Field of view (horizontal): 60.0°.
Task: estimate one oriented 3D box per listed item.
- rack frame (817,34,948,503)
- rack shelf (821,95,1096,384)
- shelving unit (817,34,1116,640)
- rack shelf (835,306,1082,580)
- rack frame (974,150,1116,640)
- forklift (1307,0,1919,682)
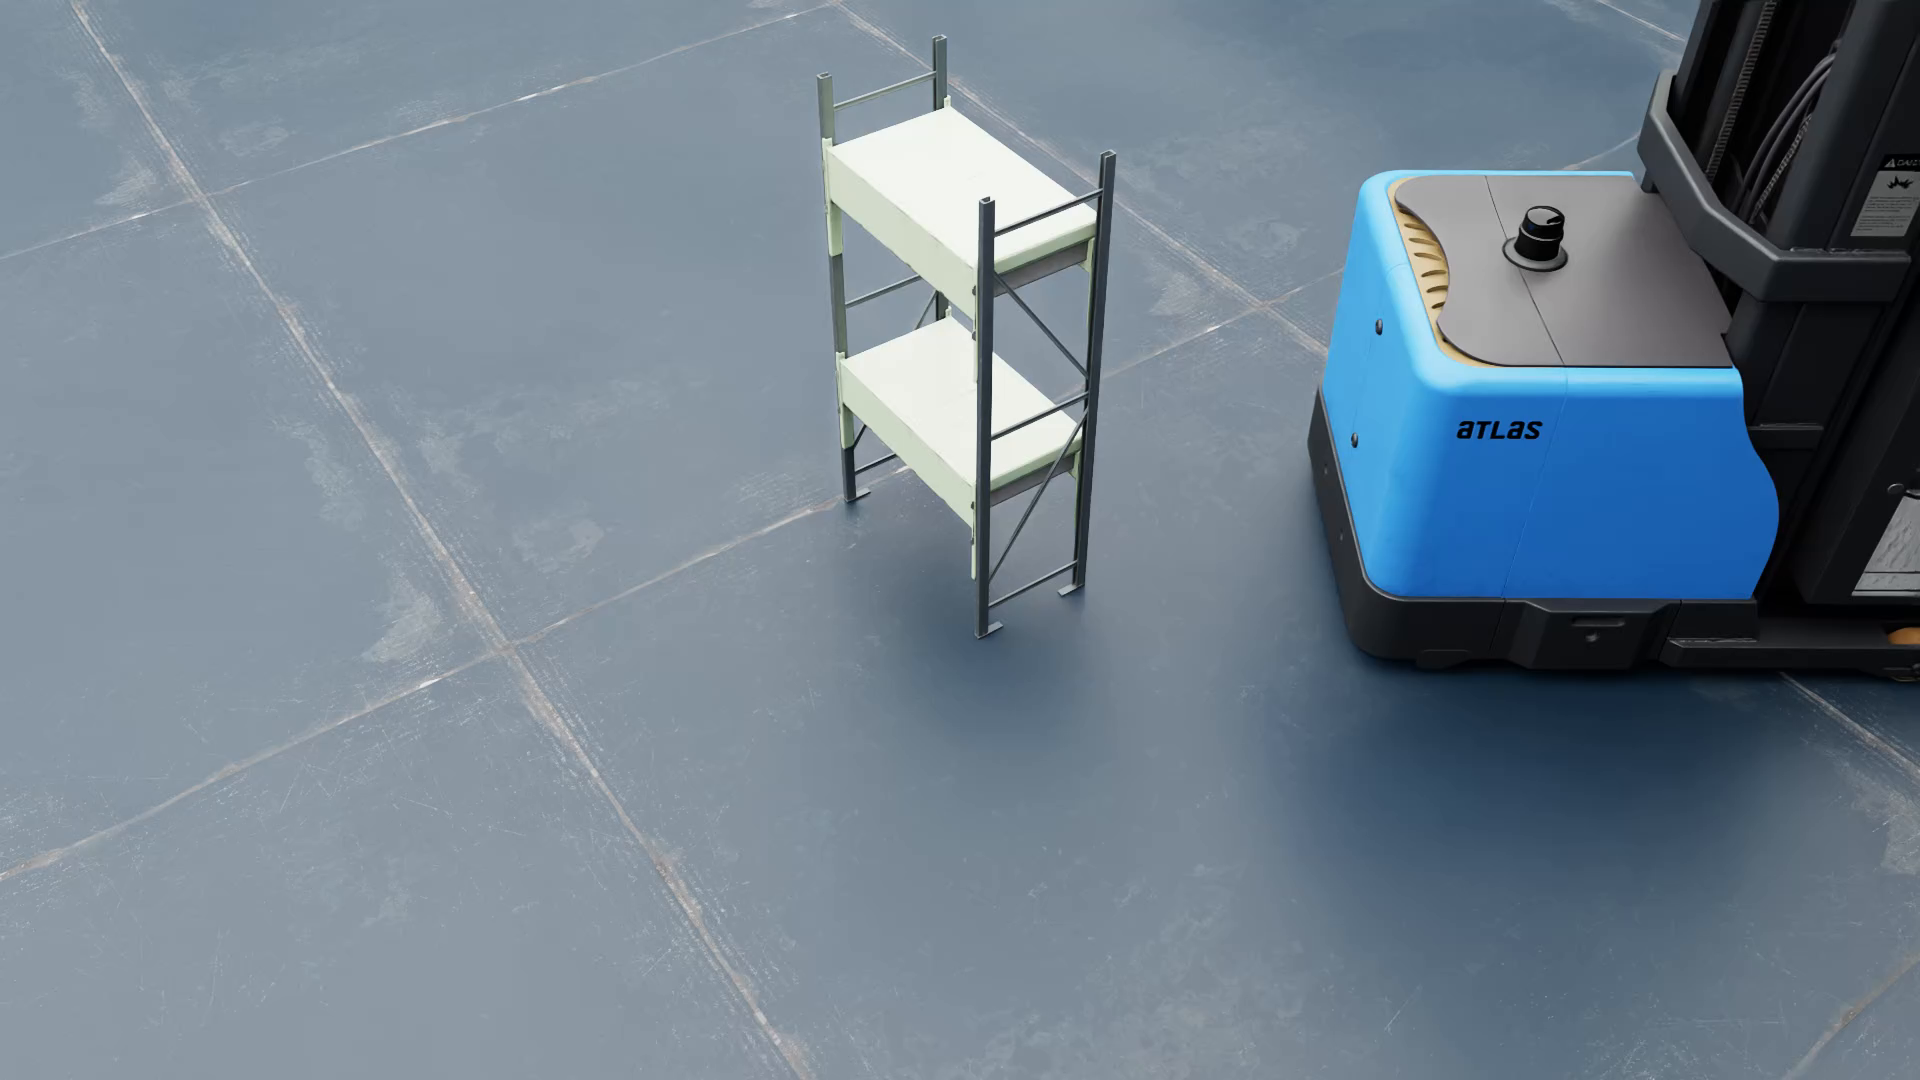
[{"bbox_3d":[-0.206,-0.746,4.945,0.400,1.500,0.023,-26,49,-24],"label":"rack frame"},{"bbox_3d":[0.004,-0.821,4.459,0.431,0.370,0.720,-26,49,-24],"label":"rack shelf"},{"bbox_3d":[0.004,-0.539,4.728,0.431,1.500,0.755,-26,49,-24],"label":"shelving unit"},{"bbox_3d":[0.004,-0.303,4.953,0.431,0.370,0.720,-26,49,-24],"label":"rack shelf"},{"bbox_3d":[0.213,-0.331,4.511,0.400,1.500,0.023,-26,49,-24],"label":"rack frame"},{"bbox_3d":[2.655,-1.020,4.196,3.031,2.935,1.130,0,44,0],"label":"forklift"}]
